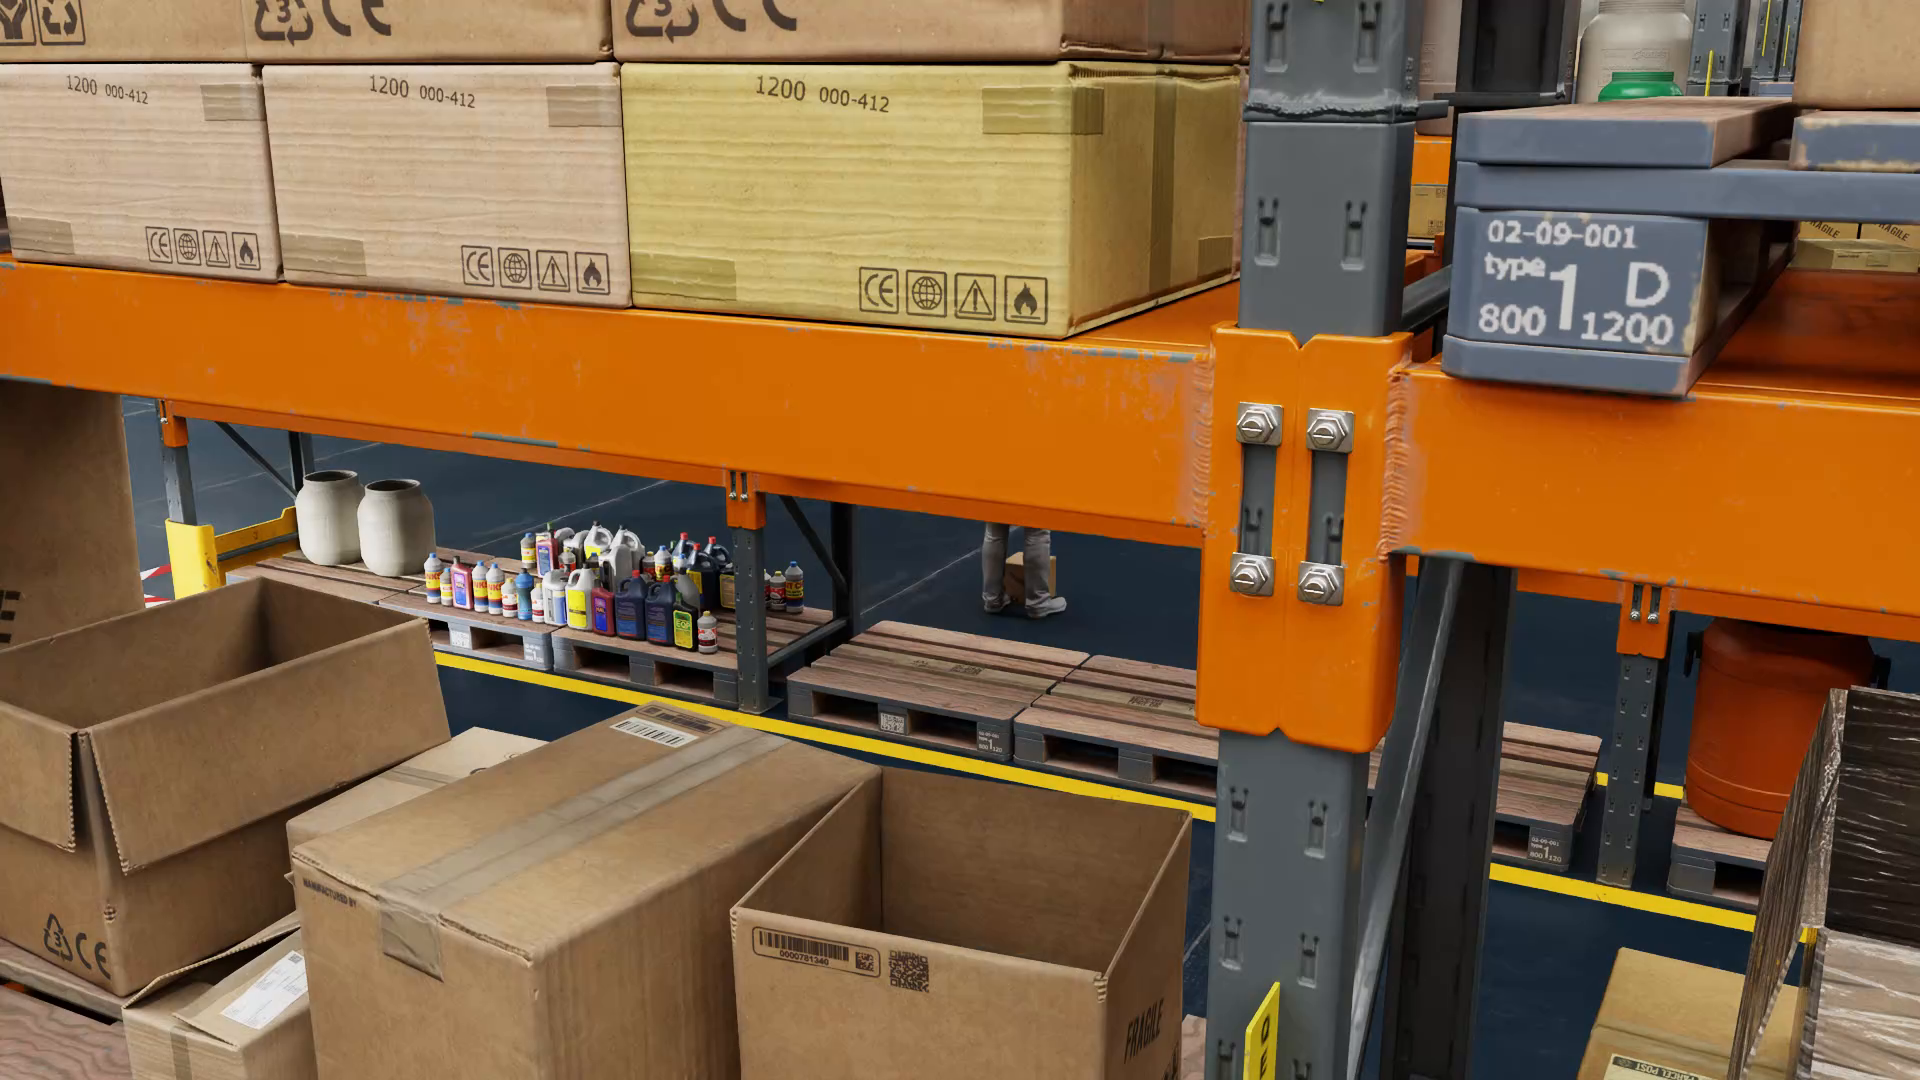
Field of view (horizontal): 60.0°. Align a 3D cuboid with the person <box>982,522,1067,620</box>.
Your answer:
[{"bbox_3d":[0.318,-0.434,9.544,0.626,1.759,0.463,7,17,23],"label":"person"}]
